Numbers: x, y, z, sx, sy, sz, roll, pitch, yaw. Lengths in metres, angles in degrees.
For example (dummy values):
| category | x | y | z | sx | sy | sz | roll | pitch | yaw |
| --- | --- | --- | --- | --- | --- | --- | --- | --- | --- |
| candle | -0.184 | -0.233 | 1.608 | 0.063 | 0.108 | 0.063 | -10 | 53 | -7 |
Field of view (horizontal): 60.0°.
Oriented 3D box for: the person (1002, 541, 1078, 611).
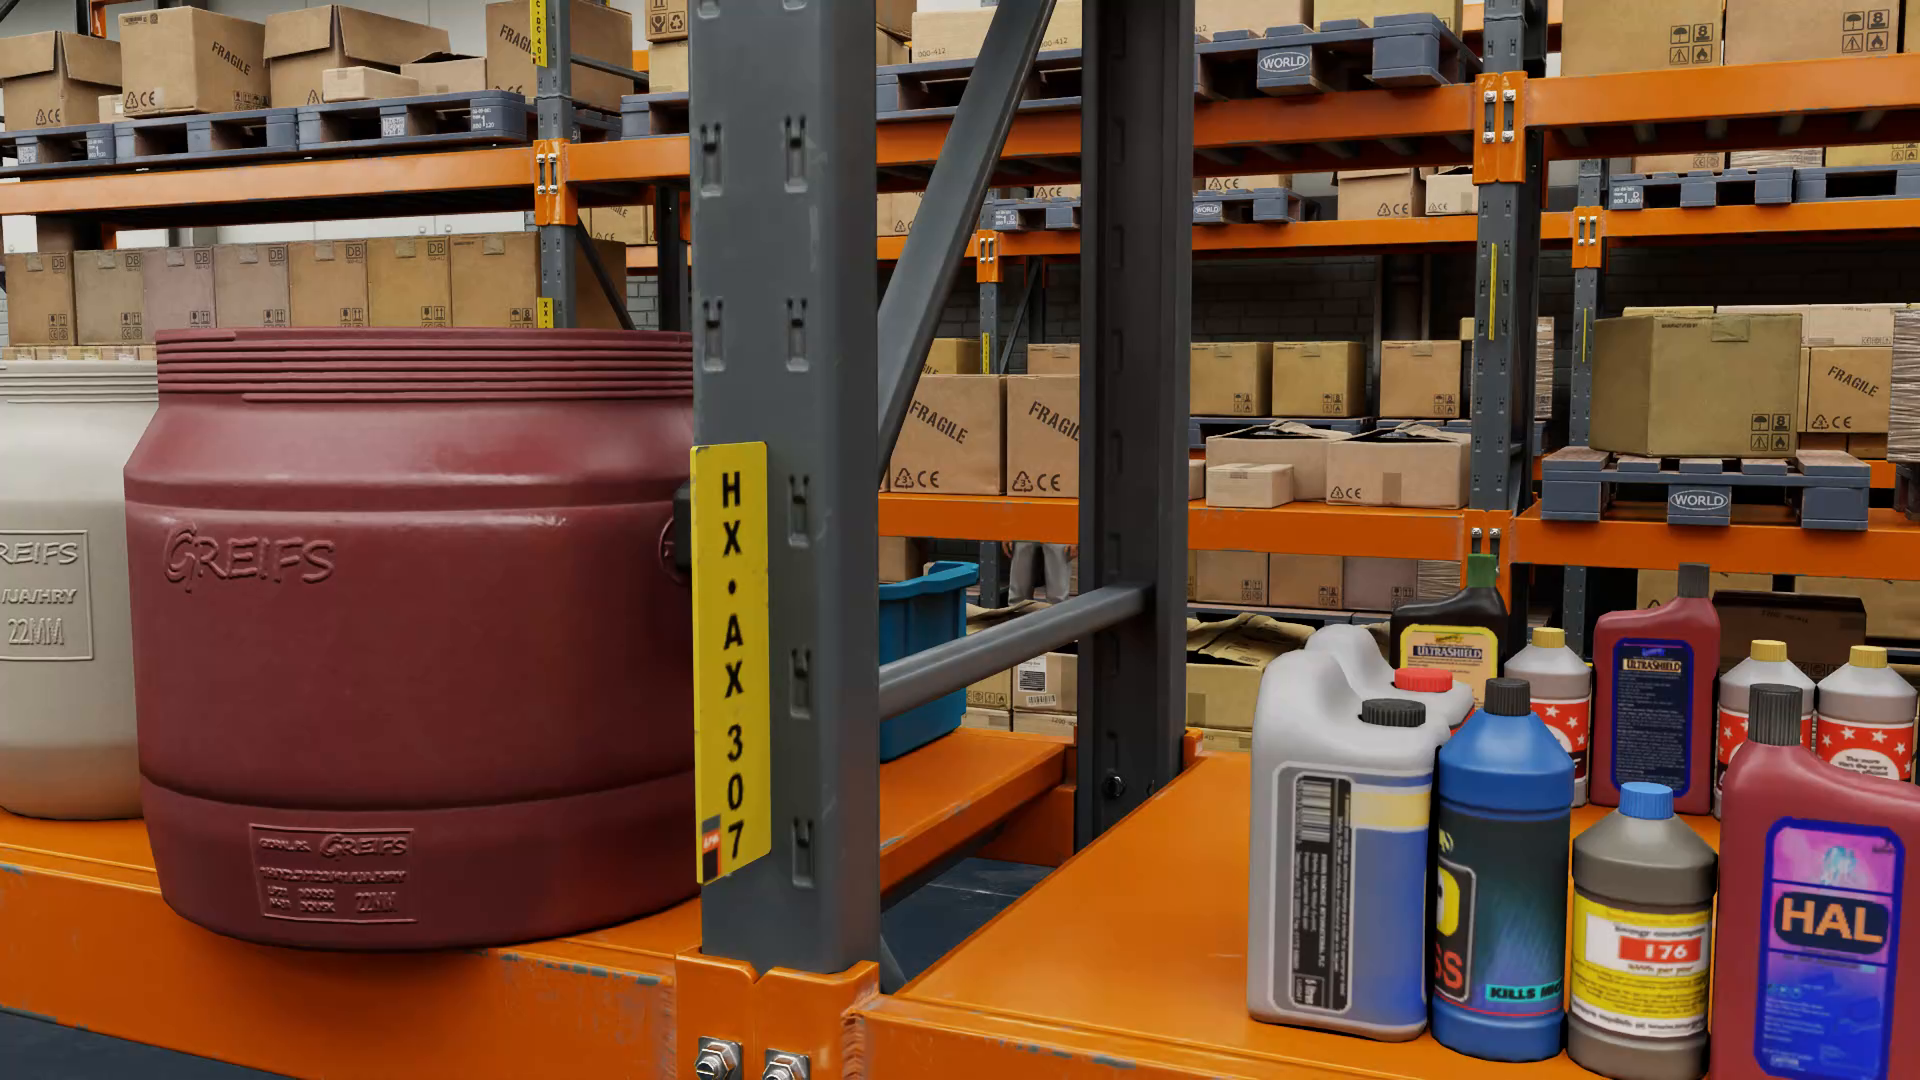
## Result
| category | x | y | z | sx | sy | sz | roll | pitch | yaw |
| --- | --- | --- | --- | --- | --- | --- | --- | --- | --- |
| person | 0.487 | -0.004 | 9.782 | 0.486 | 1.673 | 0.357 | 3 | 6 | 24 |
